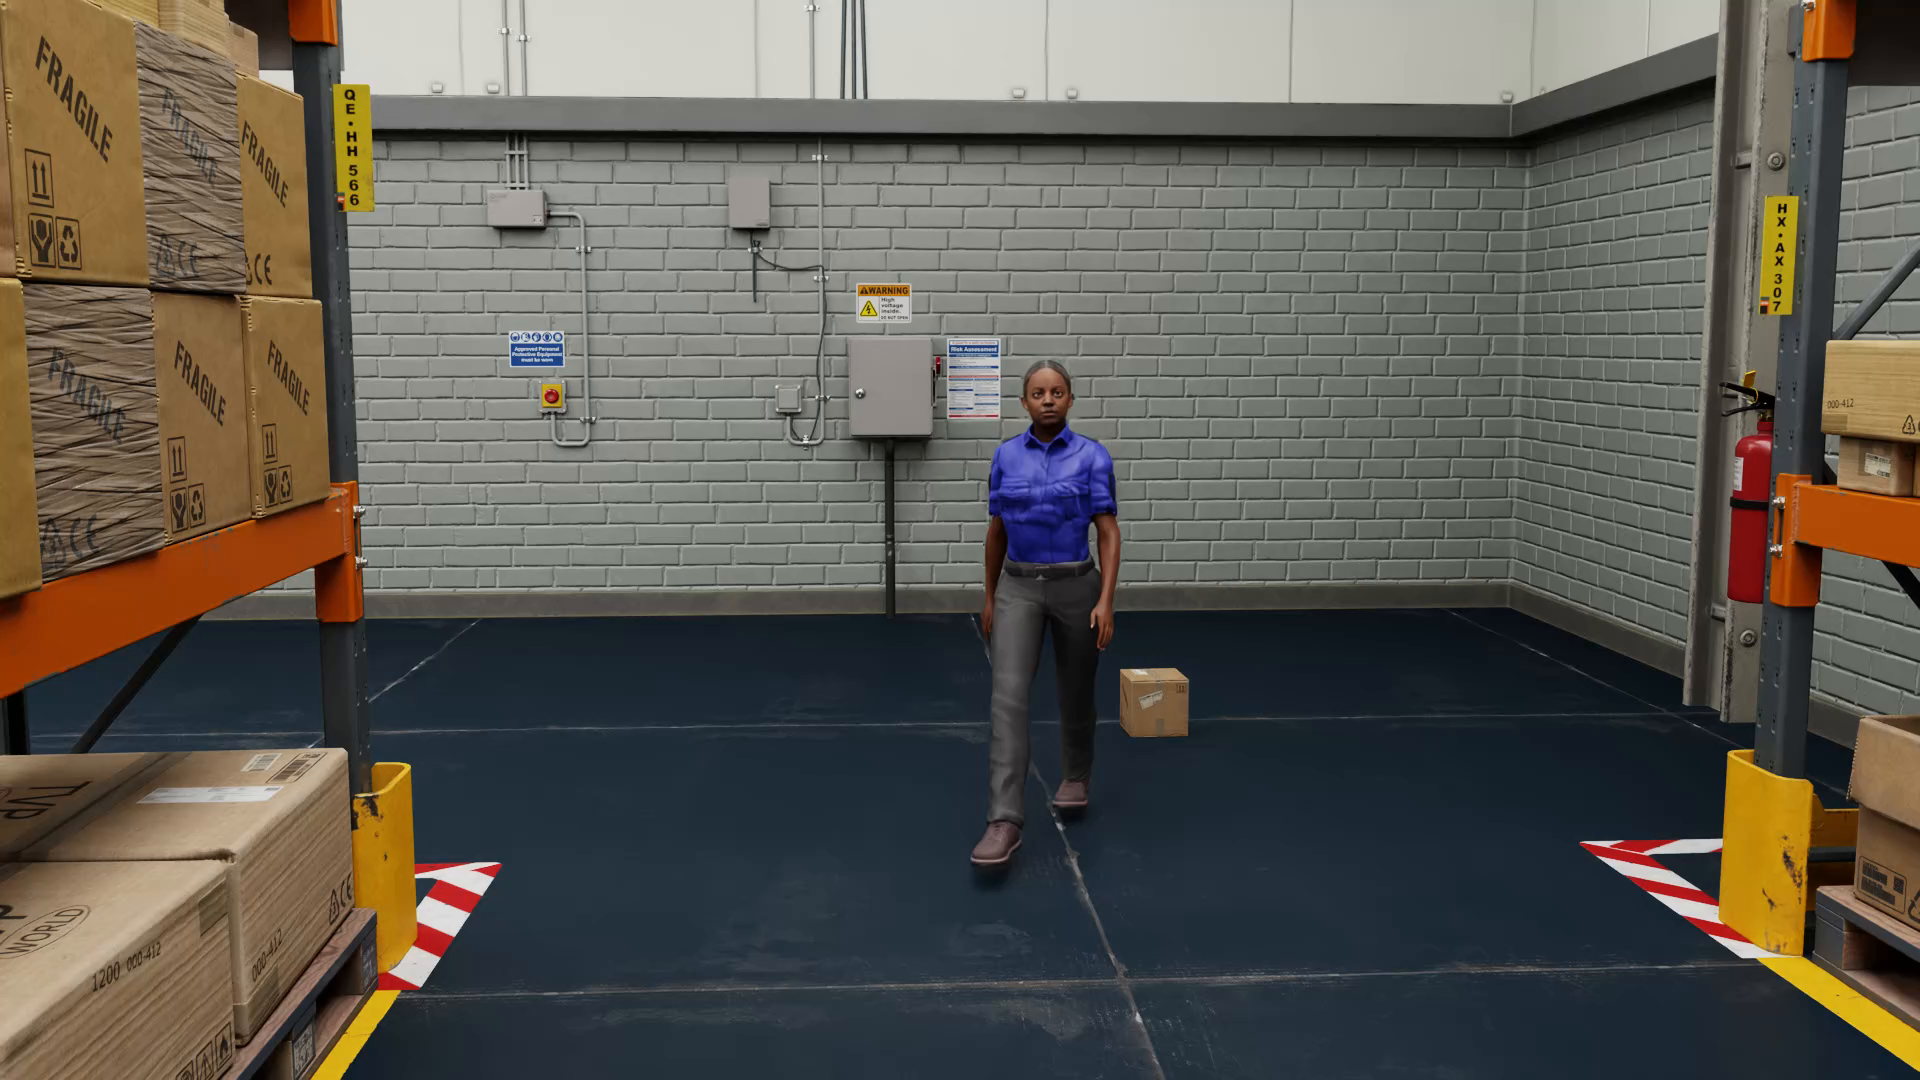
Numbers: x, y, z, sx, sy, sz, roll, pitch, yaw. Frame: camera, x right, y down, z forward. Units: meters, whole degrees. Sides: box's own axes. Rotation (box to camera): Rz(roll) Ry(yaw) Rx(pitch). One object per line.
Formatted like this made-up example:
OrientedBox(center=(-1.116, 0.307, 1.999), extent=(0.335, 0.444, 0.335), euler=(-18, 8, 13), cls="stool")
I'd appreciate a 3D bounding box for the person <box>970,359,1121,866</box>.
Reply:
OrientedBox(center=(0.291, 0.198, 5.553), extent=(0.483, 1.592, 1.009), euler=(1, 7, 6), cls="person")
